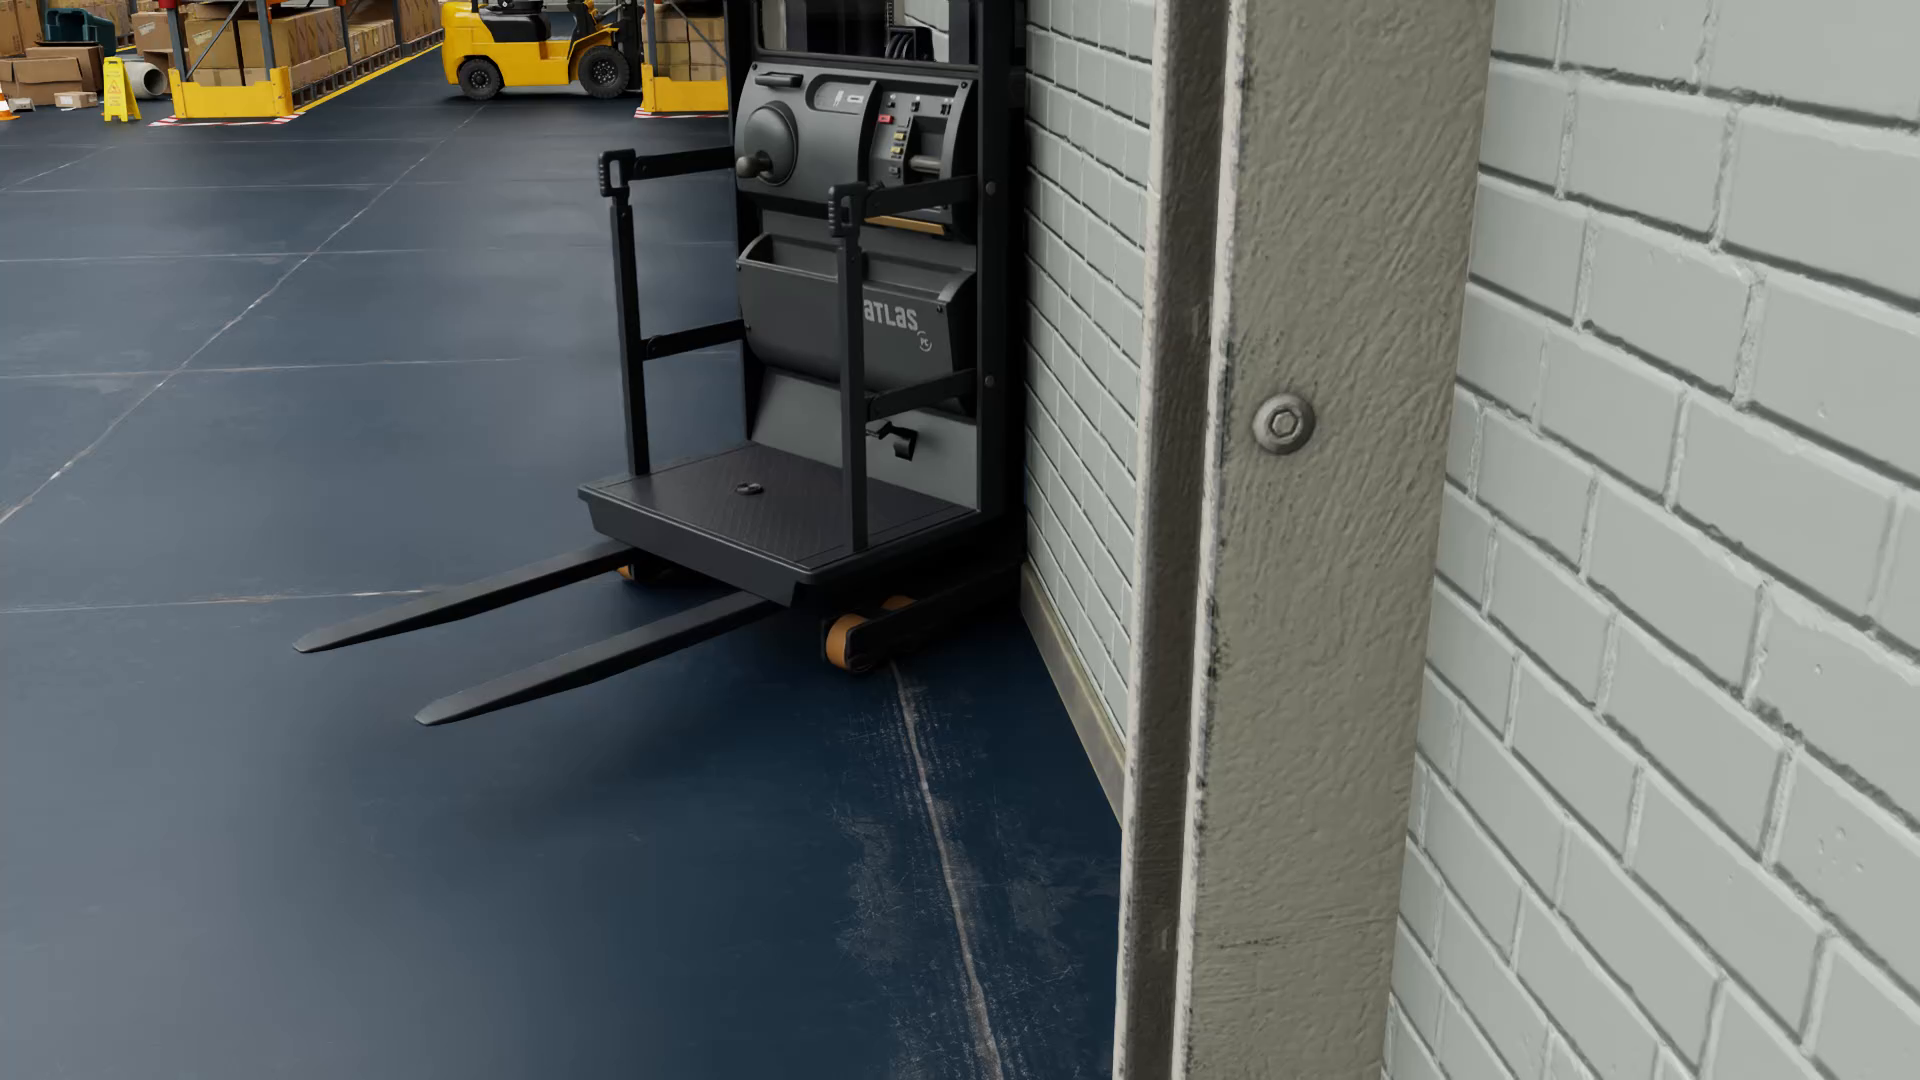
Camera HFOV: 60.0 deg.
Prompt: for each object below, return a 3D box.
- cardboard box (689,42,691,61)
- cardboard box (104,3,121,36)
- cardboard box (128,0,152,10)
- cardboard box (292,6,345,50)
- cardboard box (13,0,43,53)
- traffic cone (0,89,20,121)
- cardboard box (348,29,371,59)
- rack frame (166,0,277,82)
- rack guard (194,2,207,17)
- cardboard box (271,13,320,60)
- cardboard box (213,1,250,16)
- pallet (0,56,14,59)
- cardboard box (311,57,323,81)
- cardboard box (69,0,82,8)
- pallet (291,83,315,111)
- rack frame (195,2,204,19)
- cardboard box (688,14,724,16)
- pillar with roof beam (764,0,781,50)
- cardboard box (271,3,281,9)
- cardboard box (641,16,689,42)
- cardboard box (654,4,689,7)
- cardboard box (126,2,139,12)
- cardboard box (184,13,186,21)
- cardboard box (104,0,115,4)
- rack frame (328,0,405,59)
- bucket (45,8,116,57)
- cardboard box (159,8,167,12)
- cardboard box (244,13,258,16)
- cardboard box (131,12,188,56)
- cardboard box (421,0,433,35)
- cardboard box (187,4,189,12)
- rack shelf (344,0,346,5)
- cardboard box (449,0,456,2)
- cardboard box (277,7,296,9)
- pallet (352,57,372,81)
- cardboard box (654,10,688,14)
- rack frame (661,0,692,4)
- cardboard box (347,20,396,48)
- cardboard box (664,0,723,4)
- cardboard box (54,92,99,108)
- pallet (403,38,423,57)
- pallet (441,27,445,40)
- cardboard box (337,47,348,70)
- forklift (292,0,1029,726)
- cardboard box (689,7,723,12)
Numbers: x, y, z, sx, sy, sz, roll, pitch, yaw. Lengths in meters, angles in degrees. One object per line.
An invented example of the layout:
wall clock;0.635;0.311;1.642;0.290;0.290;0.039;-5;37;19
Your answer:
cardboard box;-3.386;-5.709;19.329;0.500;0.250;0.500;-3;21;-8
cardboard box;-14.040;-8.462;27.057;0.500;0.500;0.500;-3;21;-9
cardboard box;-14.440;-9.400;29.220;0.380;0.149;0.250;-3;21;-9
cardboard box;-8.082;-6.441;20.932;0.500;0.500;0.500;-3;21;-9
cardboard box;-13.894;-7.400;23.857;1.050;0.750;0.750;-3;21;-8
traffic cone;-10.244;-4.709;17.663;0.336;0.463;0.334;-3;21;-8
cardboard box;-8.617;-6.768;22.706;0.950;0.372;0.625;-2;21;-4
rack frame;-7.856;-5.987;17.459;1.000;3.000;0.127;-3;21;-8
rack guard;-15.035;-10.045;31.896;1.175;0.500;0.348;-3;21;-8
cardboard box;-7.846;-5.903;19.493;0.500;0.500;0.500;-3;21;-7
cardboard box;-8.418;-6.117;19.139;0.380;0.149;0.250;-2;21;-5
pallet;-13.681;-6.468;22.732;1.003;0.211;1.213;-3;21;-8
cardboard box;-7.856;-5.554;19.630;0.500;0.250;0.500;-2;21;-4
cardboard box;-13.826;-8.276;25.488;0.500;0.250;0.500;-3;21;-8
pallet;-7.949;-4.990;18.776;1.003;0.211;1.213;-3;21;-8
rack frame;-15.046;-11.242;31.529;1.000;3.000;0.127;-3;21;-8
cardboard box;-2.902;-5.965;19.300;0.500;0.250;0.500;-3;21;-8
pillar with roof beam;-6.413;-9.119;17.269;9.100;9.000;0.400;-3;21;-8
cardboard box;-8.656;-6.672;20.623;0.380;0.149;0.250;-3;21;-7
cardboard box;-3.319;-5.760;18.750;0.500;0.250;0.500;-2;21;-6
cardboard box;-3.762;-6.818;21.583;0.500;0.250;0.500;-3;21;-9
cardboard box;-14.314;-9.127;28.490;0.380;0.149;0.250;-2;21;-6
cardboard box;-14.674;-9.752;31.014;0.380;0.149;0.250;-3;21;-8
cardboard box;-14.051;-8.811;26.919;0.500;0.250;0.500;-2;21;-5
rack frame;-9.009;-8.757;24.875;1.000;3.000;0.127;-3;21;-8
bucket;-11.015;-6.335;20.897;0.726;0.611;0.620;4;11;11
cardboard box;-14.427;-9.446;29.769;0.380;0.149;0.250;-3;21;-8
cardboard box;-8.374;-5.867;19.395;0.500;0.500;0.500;-3;21;-9
cardboard box;-10.189;-6.456;21.204;0.500;0.500;0.500;-3;21;-8
cardboard box;-9.279;-8.820;27.481;0.875;0.875;0.875;-2;21;-6
cardboard box;-14.703;-9.981;31.202;0.380;0.149;0.250;-3;21;-9
rack shelf;-8.721;-7.728;23.147;1.077;0.370;4.000;-3;21;-8
cardboard box;-9.700;-9.671;30.385;0.875;0.438;0.875;-4;21;-9
cardboard box;-8.615;-6.414;20.860;0.500;0.500;0.500;-2;21;-5
pallet;-8.546;-6.335;22.377;1.003;0.211;1.213;-3;21;-8
cardboard box;-3.547;-6.286;20.160;0.500;0.250;0.500;-3;21;-9
rack frame;-3.521;-7.624;21.841;1.000;3.000;0.127;-3;21;-8
cardboard box;-8.937;-7.527;24.737;0.950;0.372;0.625;-4;21;-11
cardboard box;-4.021;-7.876;25.311;0.875;0.625;0.625;-2;21;-6
cardboard box;-10.044;-5.003;18.900;0.380;0.149;0.250;8;22;20
pallet;-9.048;-7.728;26.104;1.003;0.211;1.213;-3;21;-8
pallet;-9.618;-9.103;29.787;1.003;0.211;1.213;-3;21;-8
cardboard box;-8.081;-6.090;21.063;0.500;0.250;0.500;-2;21;-5
forklift;-0.470;-1.196;4.731;1.130;2.935;3.031;18;27;40
cardboard box;-3.111;-6.490;20.705;0.500;0.250;0.500;-3;21;-7
